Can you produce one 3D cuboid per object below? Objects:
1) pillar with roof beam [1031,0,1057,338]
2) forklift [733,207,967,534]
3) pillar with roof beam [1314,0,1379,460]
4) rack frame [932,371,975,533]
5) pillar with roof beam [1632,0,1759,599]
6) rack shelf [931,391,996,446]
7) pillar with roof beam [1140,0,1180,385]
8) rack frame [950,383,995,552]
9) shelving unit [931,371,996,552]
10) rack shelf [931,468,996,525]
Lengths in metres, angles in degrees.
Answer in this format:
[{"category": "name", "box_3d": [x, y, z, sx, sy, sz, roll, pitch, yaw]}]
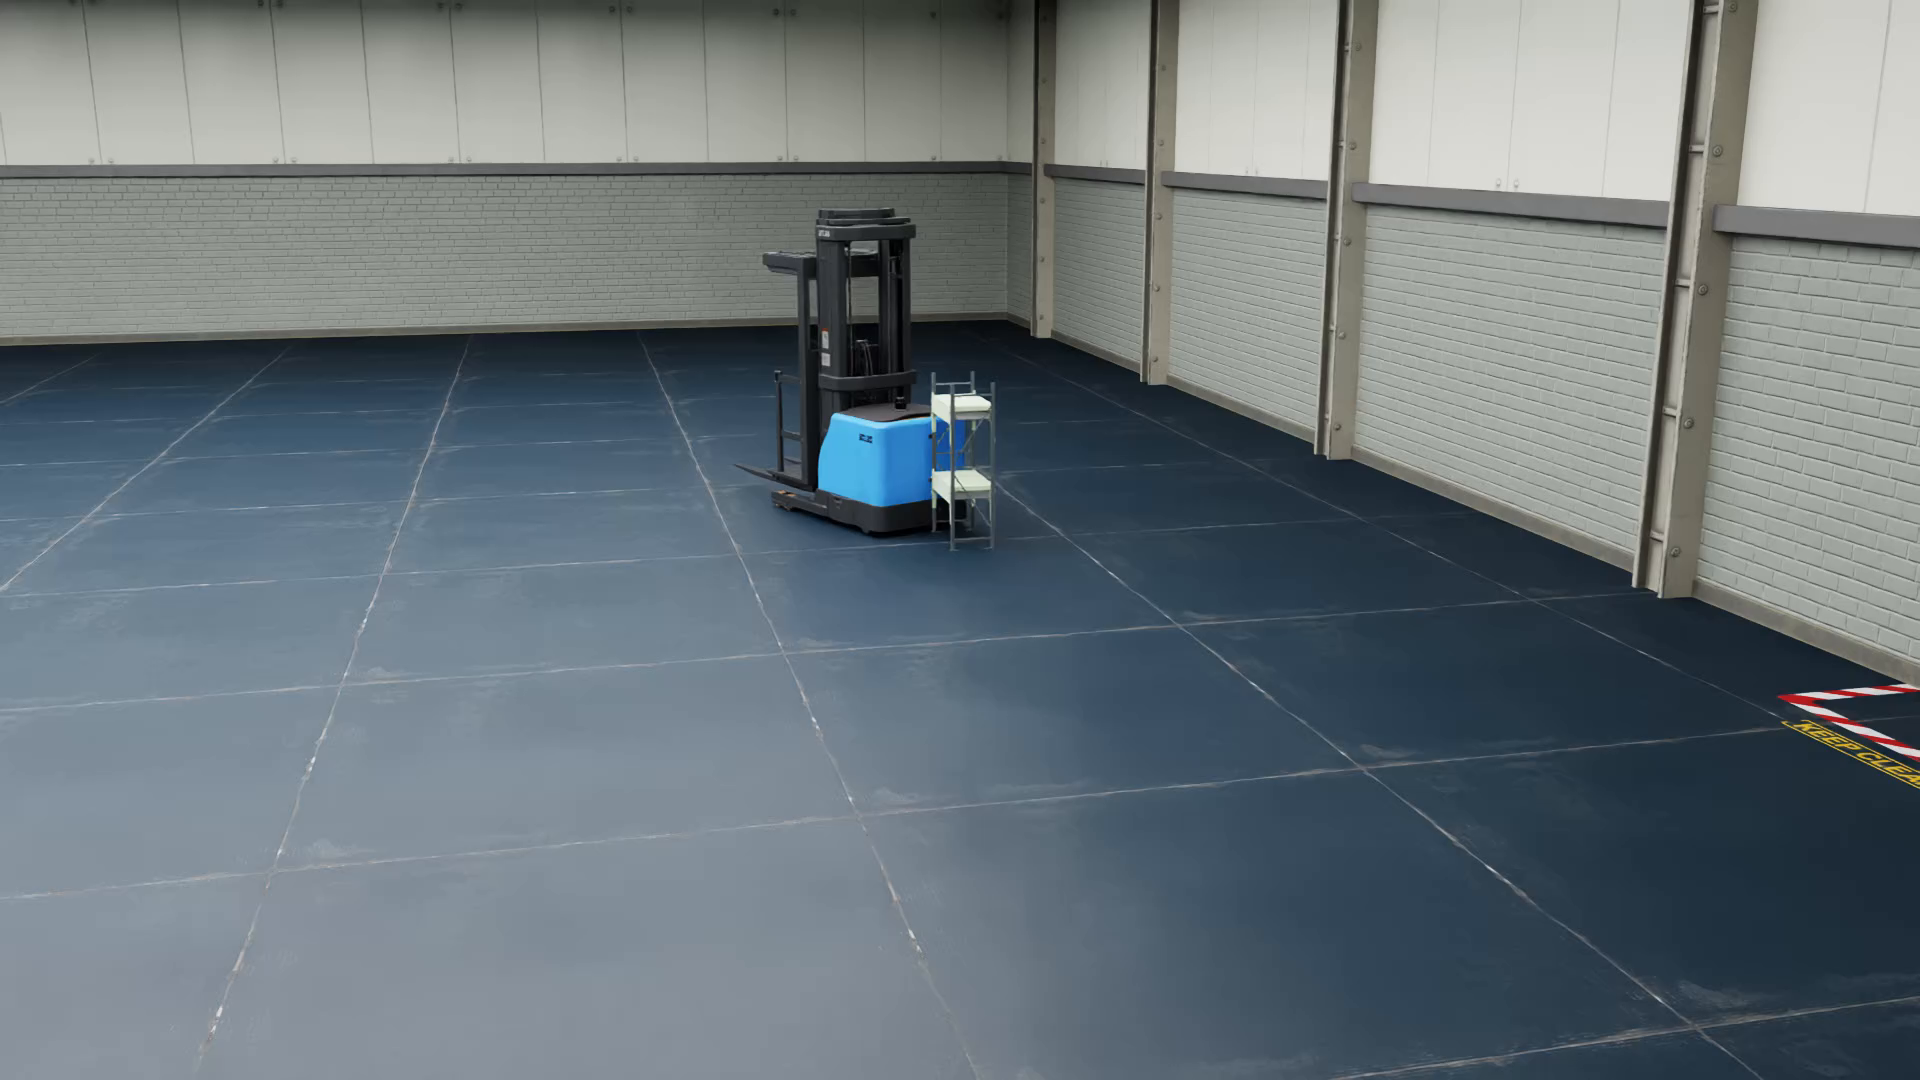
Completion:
[{"category": "pillar with roof beam", "box_3d": [-2.688, -7.868, 28.492, 9.100, 9.000, 0.400, -3, 14, -13]}, {"category": "forklift", "box_3d": [-1.225, -1.775, 16.342, 1.130, 2.935, 3.031, -10, 17, -36]}, {"category": "pillar with roof beam", "box_3d": [0.131, -5.099, 17.161, 9.100, 9.000, 0.400, -3, 14, -13]}, {"category": "rack frame", "box_3d": [-0.062, -0.807, 15.391, 0.400, 1.500, 0.023, -3, 14, -13]}, {"category": "pillar with roof beam", "box_3d": [1.540, -3.715, 11.495, 9.100, 9.000, 0.400, -3, 14, -13]}, {"category": "rack shelf", "box_3d": [0.026, -1.101, 14.954, 0.431, 0.370, 0.720, -3, 14, -13]}, {"category": "pillar with roof beam", "box_3d": [-1.279, -6.483, 22.826, 9.100, 9.000, 0.400, -3, 14, -13]}, {"category": "rack frame", "box_3d": [0.113, -0.638, 14.701, 0.400, 1.500, 0.023, -3, 14, -13]}, {"category": "shelving unit", "box_3d": [0.026, -0.722, 15.046, 0.431, 1.500, 0.755, -3, 14, -13]}, {"category": "rack shelf", "box_3d": [0.026, -0.406, 15.123, 0.431, 0.370, 0.720, -3, 14, -13]}]
